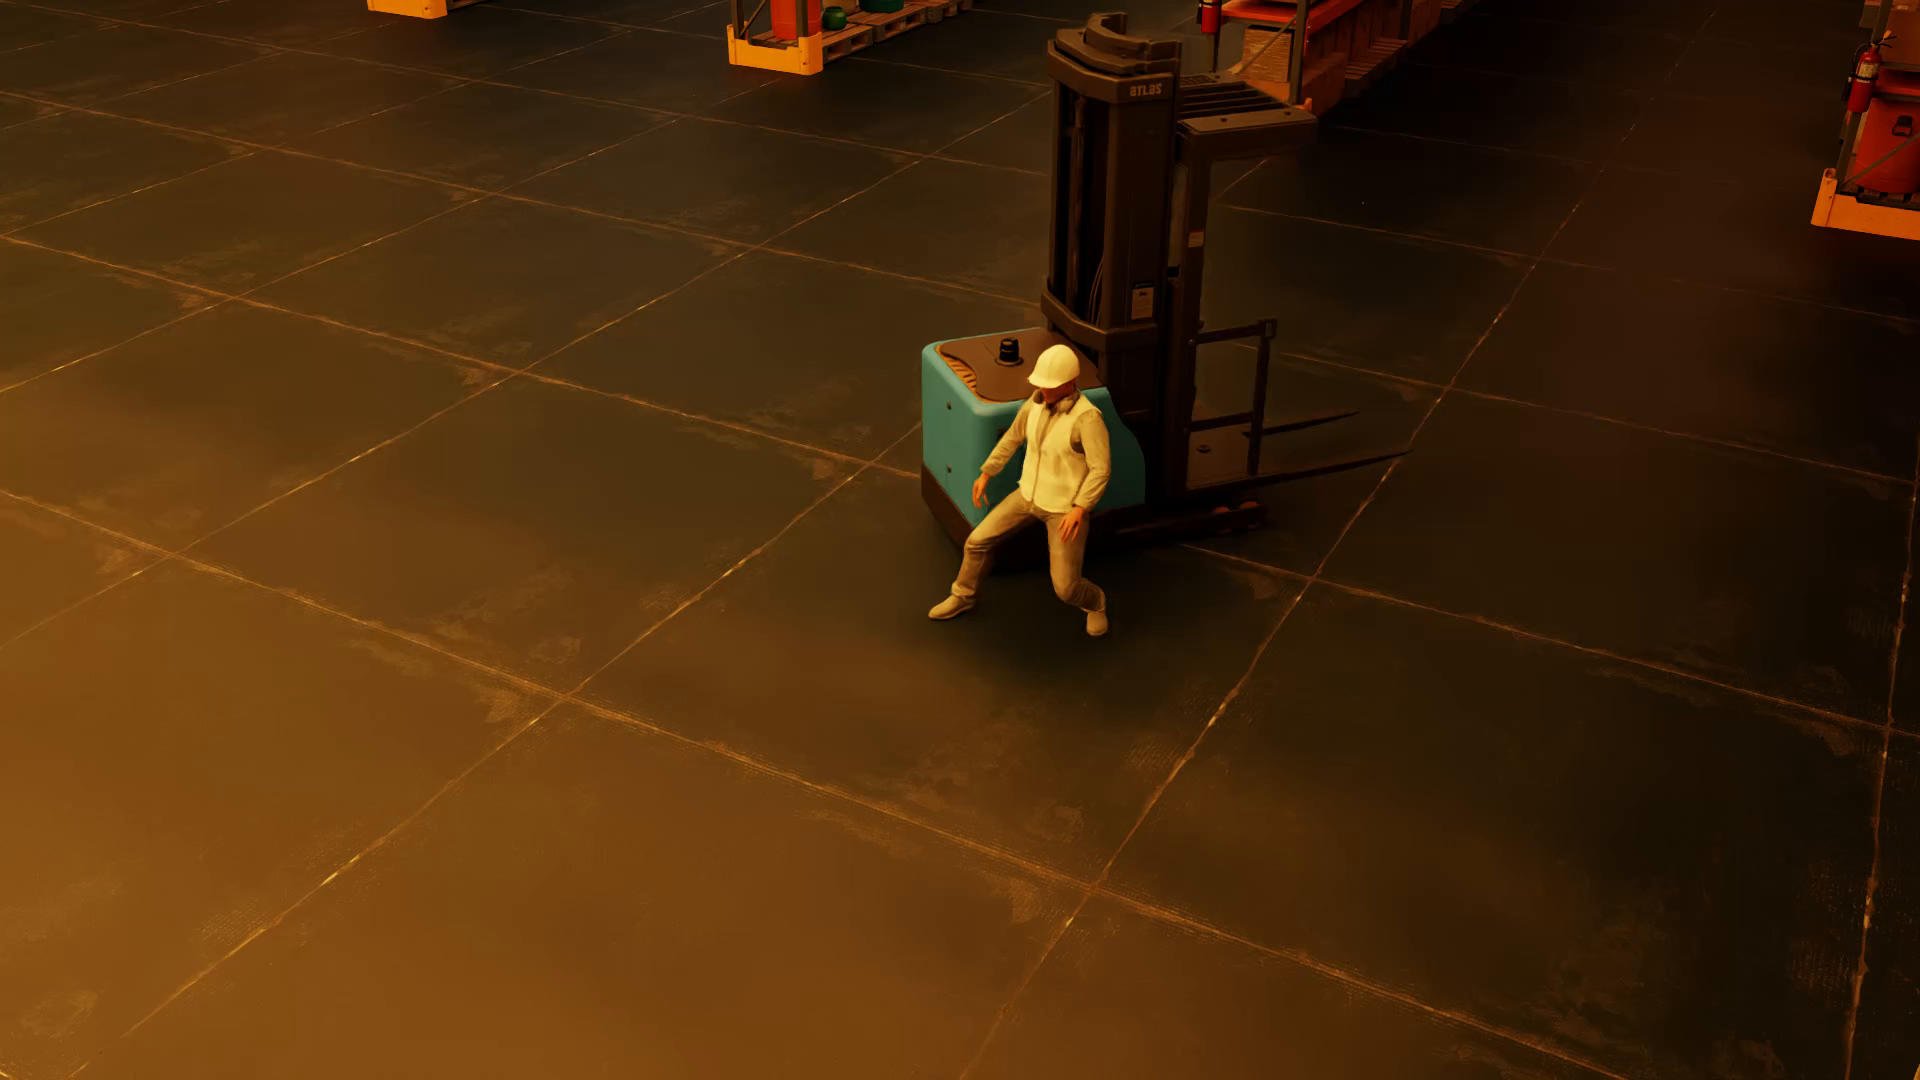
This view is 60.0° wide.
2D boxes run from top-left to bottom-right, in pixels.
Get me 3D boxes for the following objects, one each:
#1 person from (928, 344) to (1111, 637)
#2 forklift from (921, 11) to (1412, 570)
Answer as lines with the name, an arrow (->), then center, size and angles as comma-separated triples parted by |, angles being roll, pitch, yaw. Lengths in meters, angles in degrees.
person -> 0.377, -0.235, 8.785 | 0.779, 1.629, 0.878 | -24, 37, -35
forklift -> 1.331, -1.540, 9.739 | 3.031, 2.935, 1.130 | -10, 32, -17
